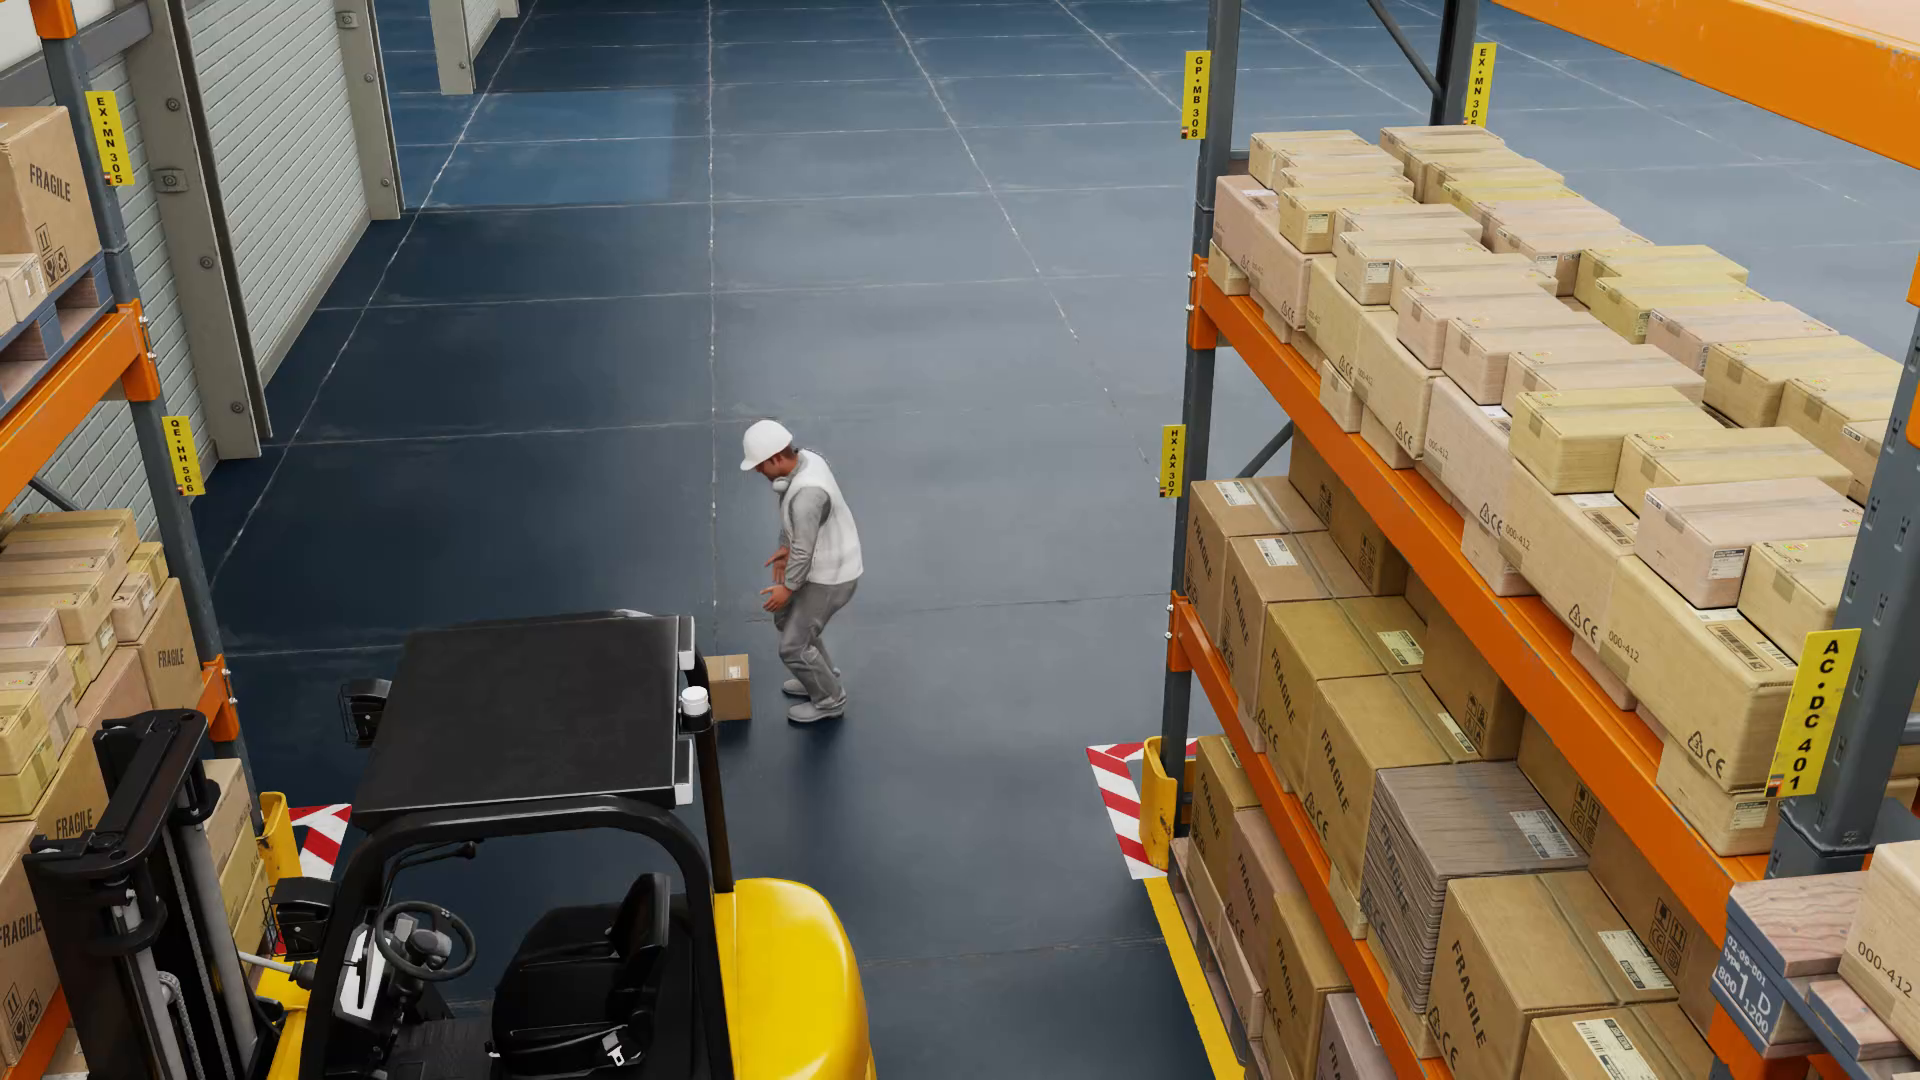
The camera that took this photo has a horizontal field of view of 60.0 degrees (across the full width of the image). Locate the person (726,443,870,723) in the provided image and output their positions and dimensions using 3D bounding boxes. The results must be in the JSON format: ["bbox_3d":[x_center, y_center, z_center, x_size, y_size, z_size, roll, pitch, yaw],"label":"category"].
[{"bbox_3d":[-0.807,0.203,8.462,0.693,1.534,0.589,-3,27,-7],"label":"person"}]
